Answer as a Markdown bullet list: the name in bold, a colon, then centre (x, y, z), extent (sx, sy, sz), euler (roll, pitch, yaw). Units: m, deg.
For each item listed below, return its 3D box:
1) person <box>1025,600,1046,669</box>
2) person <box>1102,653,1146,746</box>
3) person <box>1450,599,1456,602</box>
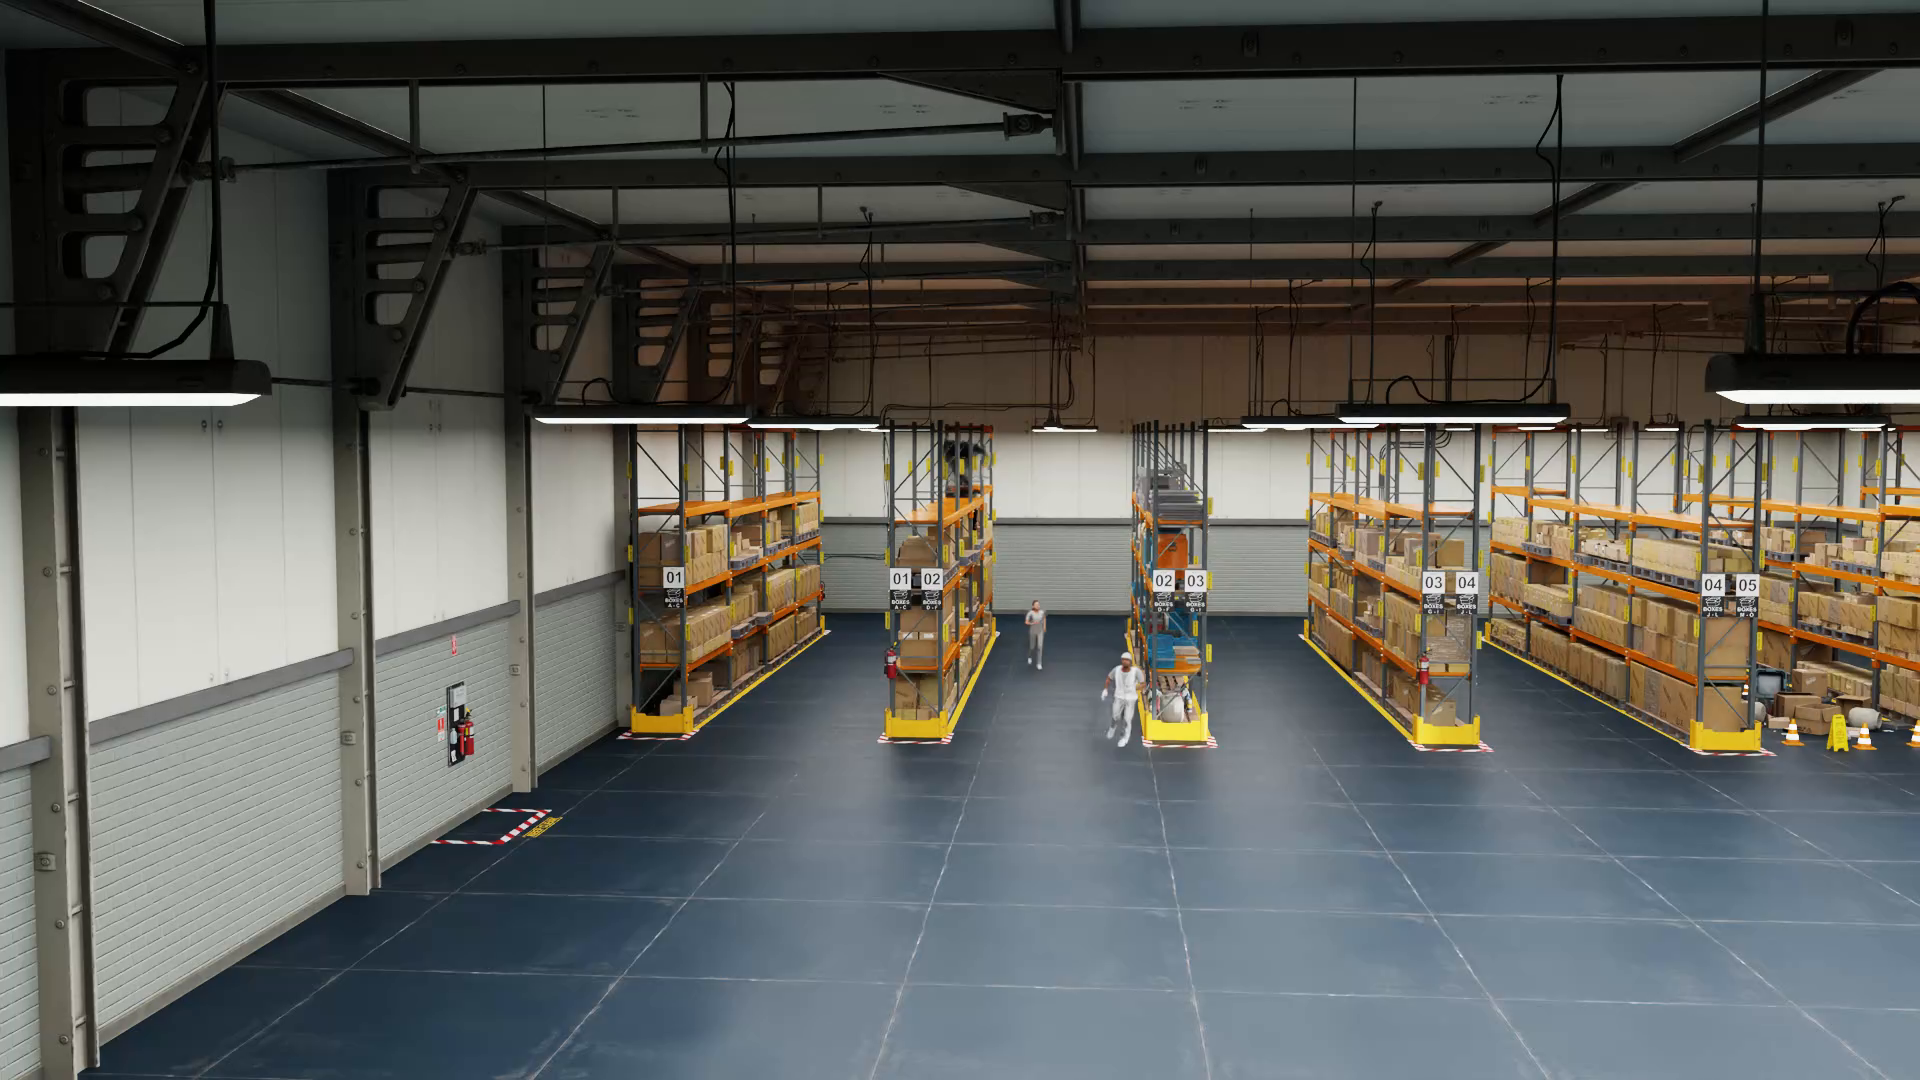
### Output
- **person**: centre (1.856, 2.294, 40.750), extent (0.582, 1.655, 0.904), euler (-1, 4, -13)
- **person**: centre (3.018, 2.933, 30.629), extent (0.805, 1.734, 0.561), euler (0, 4, 8)
- **person**: centre (13.472, 2.003, 45.277), extent (0.714, 1.729, 0.660), euler (1, 4, 11)
